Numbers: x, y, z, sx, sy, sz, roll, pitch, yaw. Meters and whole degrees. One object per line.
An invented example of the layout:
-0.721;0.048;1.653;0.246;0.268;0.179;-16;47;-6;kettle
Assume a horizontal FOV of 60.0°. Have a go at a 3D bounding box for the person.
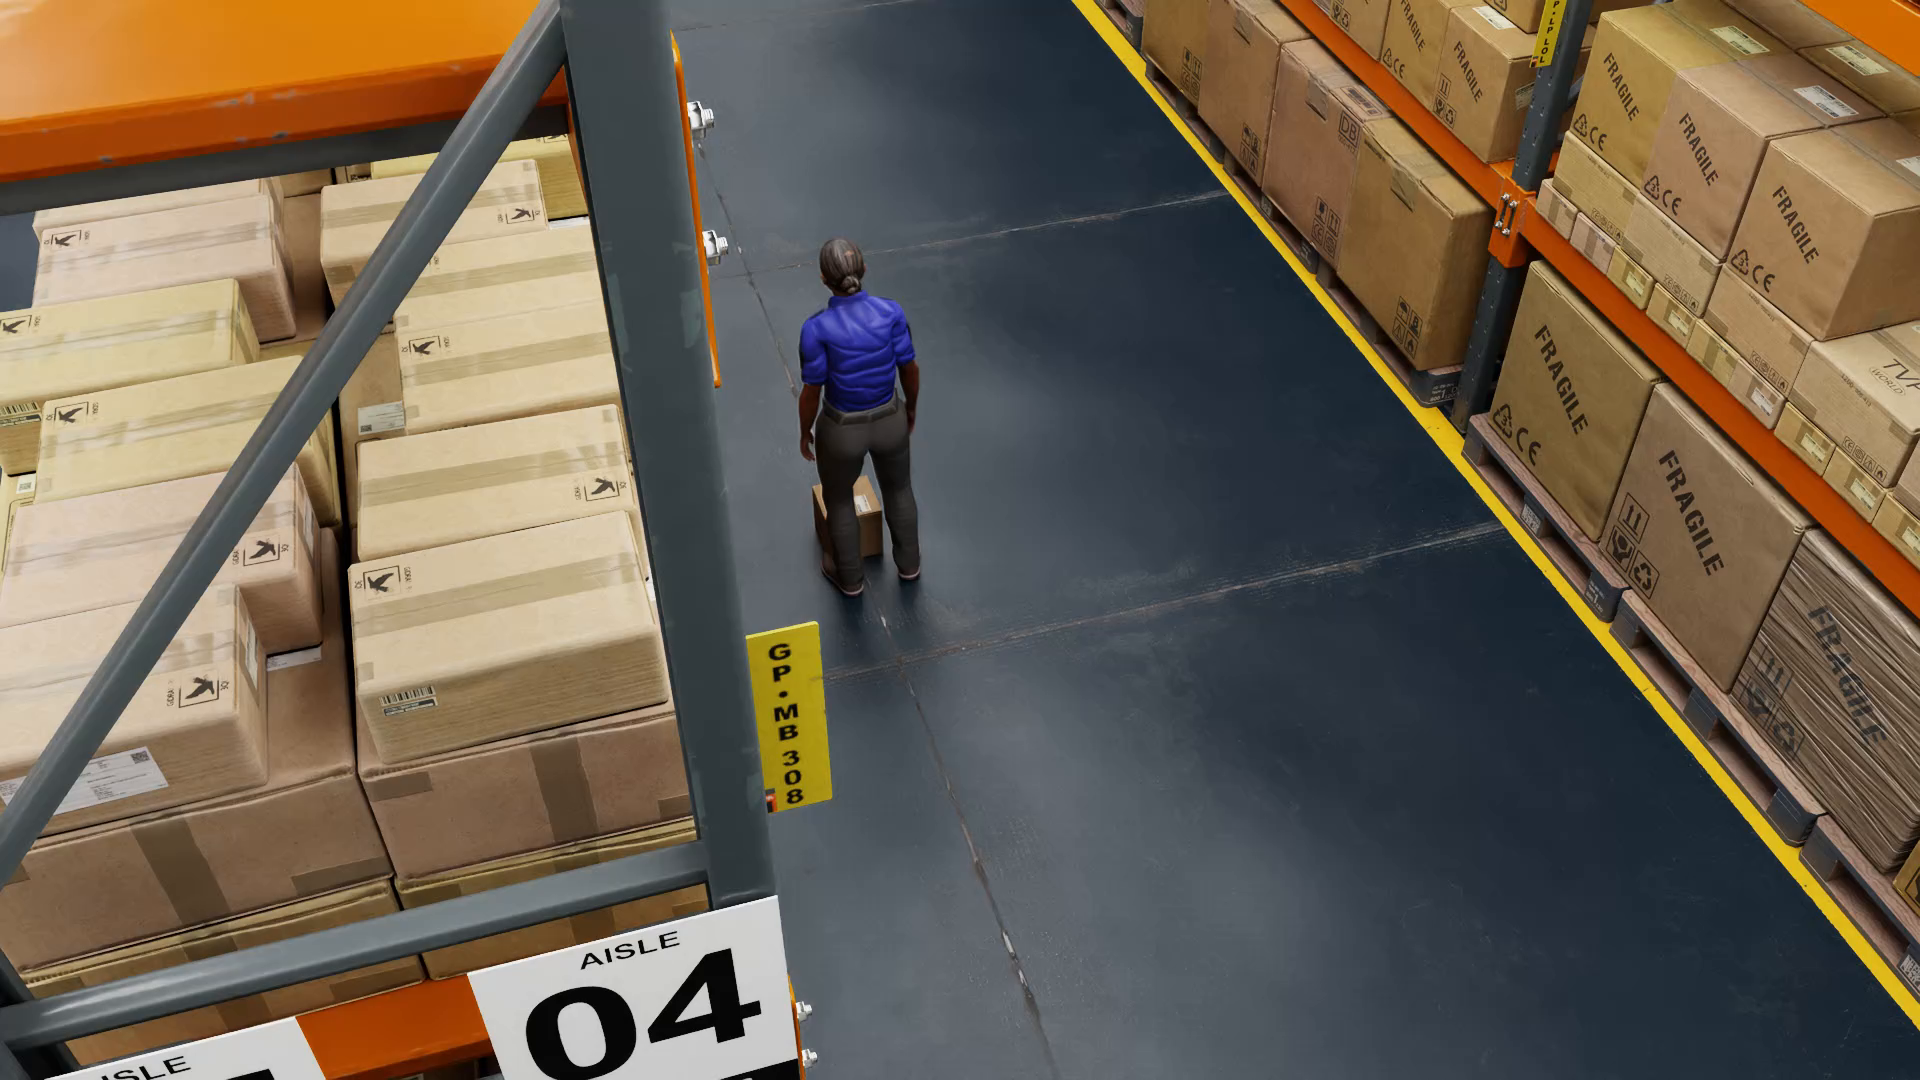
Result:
-0.394;-0.467;6.674;0.521;1.654;0.352;-14;44;-15;person
